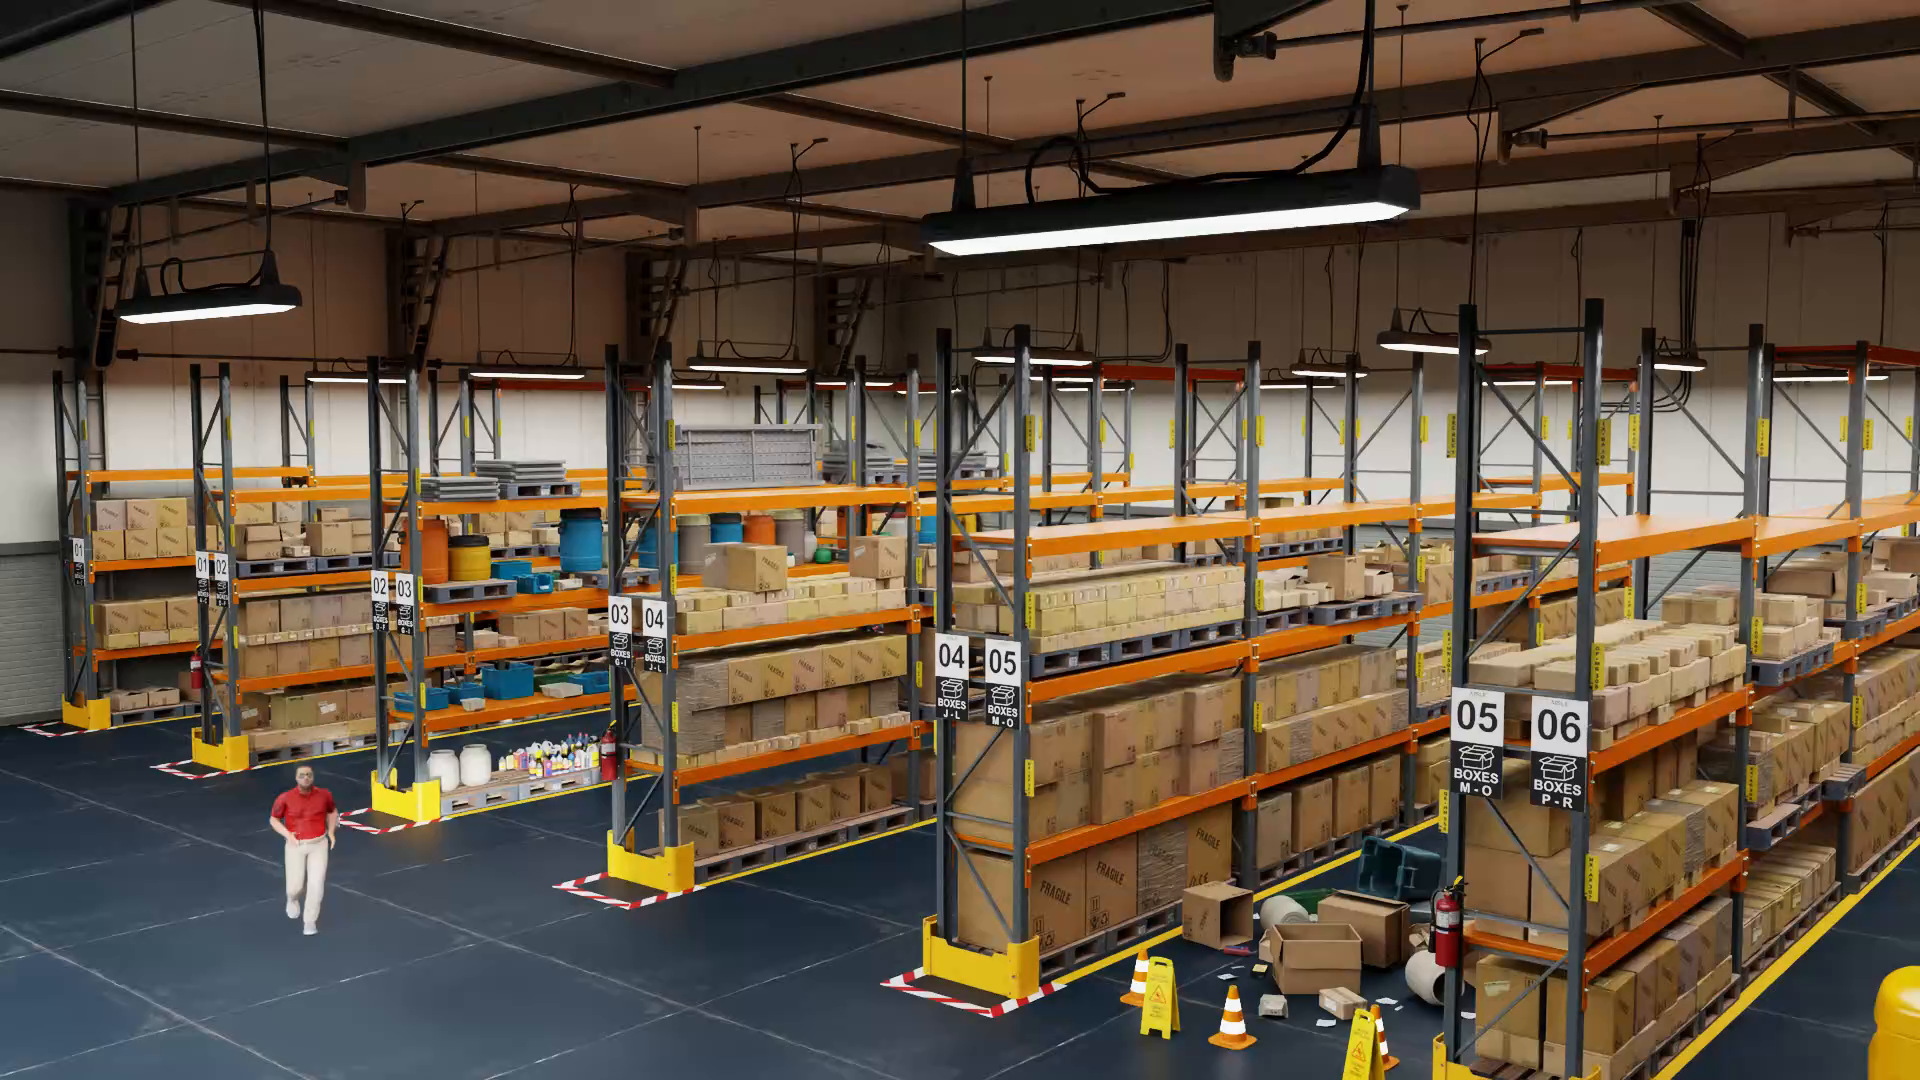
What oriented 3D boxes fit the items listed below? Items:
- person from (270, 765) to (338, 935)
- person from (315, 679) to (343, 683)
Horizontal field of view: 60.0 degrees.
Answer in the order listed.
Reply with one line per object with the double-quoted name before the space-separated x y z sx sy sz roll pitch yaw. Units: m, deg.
"person" -6.625 3.106 16.847 0.658 1.683 0.679 -2 5 -30
"person" -10.477 2.413 28.016 0.964 1.512 0.604 -4 6 -45
